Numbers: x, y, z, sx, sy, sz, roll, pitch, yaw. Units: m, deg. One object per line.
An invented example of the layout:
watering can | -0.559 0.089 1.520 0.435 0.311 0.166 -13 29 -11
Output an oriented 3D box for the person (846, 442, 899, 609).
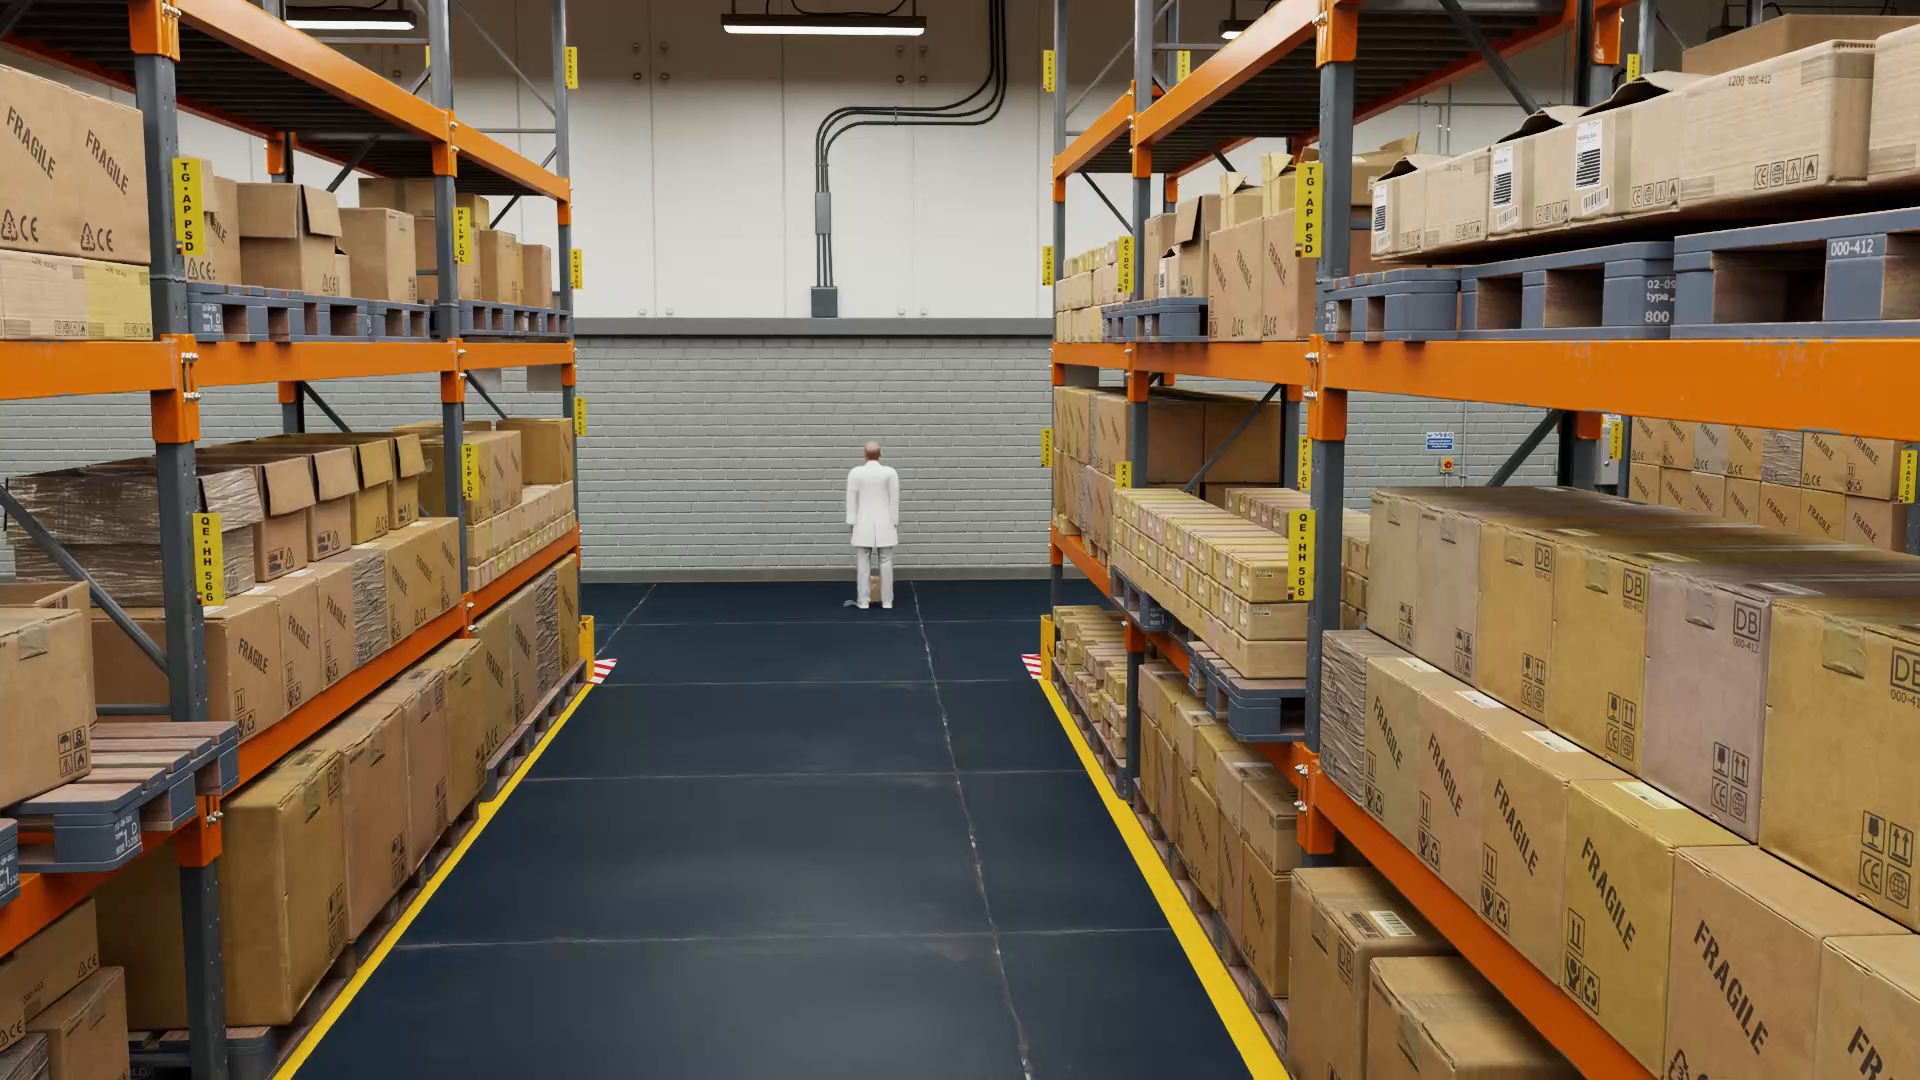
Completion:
person | -0.929 -0.159 17.684 0.562 1.774 0.378 0 7 -3
